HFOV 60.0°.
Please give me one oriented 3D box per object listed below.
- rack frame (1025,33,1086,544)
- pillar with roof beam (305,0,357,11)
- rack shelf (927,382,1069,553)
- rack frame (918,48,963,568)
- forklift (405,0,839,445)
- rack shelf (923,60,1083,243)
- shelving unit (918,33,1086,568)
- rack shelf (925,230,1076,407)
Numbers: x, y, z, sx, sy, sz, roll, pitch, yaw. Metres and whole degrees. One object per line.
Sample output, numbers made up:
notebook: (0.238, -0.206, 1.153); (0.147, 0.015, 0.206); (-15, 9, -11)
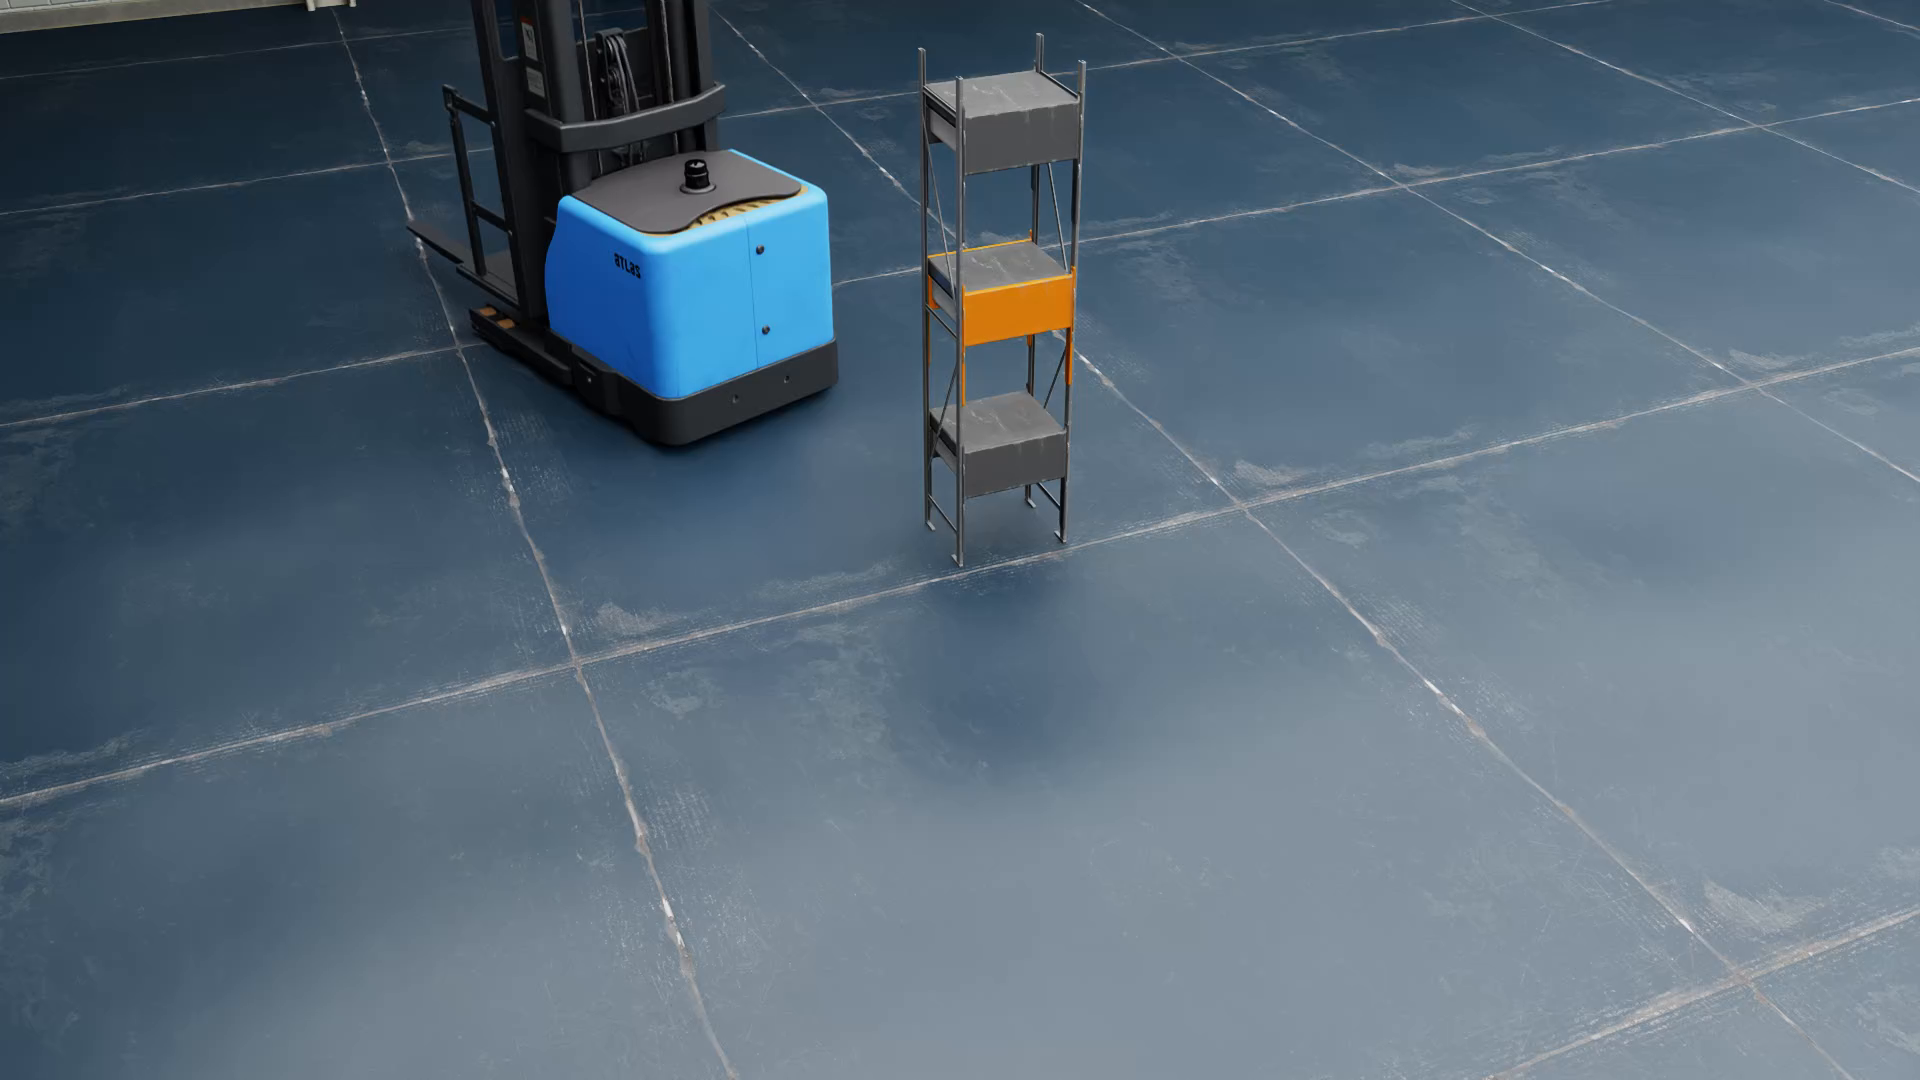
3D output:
rack frame: (0.378, -0.967, 6.810); (0.015, 2.100, 0.400); (-13, 35, -19)
pillar with roof beam: (-3.772, -6.241, 8.590); (0.400, 9.000, 9.100); (-13, 35, -19)
rack shelf: (0.153, -0.317, 7.120); (0.480, 0.518, 0.431); (-13, 35, -19)
rack frame: (-0.072, -0.864, 6.652); (0.015, 2.100, 0.400); (-13, 35, -19)
forklift: (-1.968, -2.394, 8.242); (1.130, 2.935, 3.031); (-26, 41, -34)
rack shelf: (0.153, -1.490, 6.357); (0.480, 0.518, 0.431); (-13, 35, -19)
shelving unit: (0.153, -0.915, 6.731); (0.503, 2.100, 0.431); (-13, 35, -19)
rack shelf: (0.153, -0.904, 6.738); (0.480, 0.518, 0.431); (-13, 35, -19)
